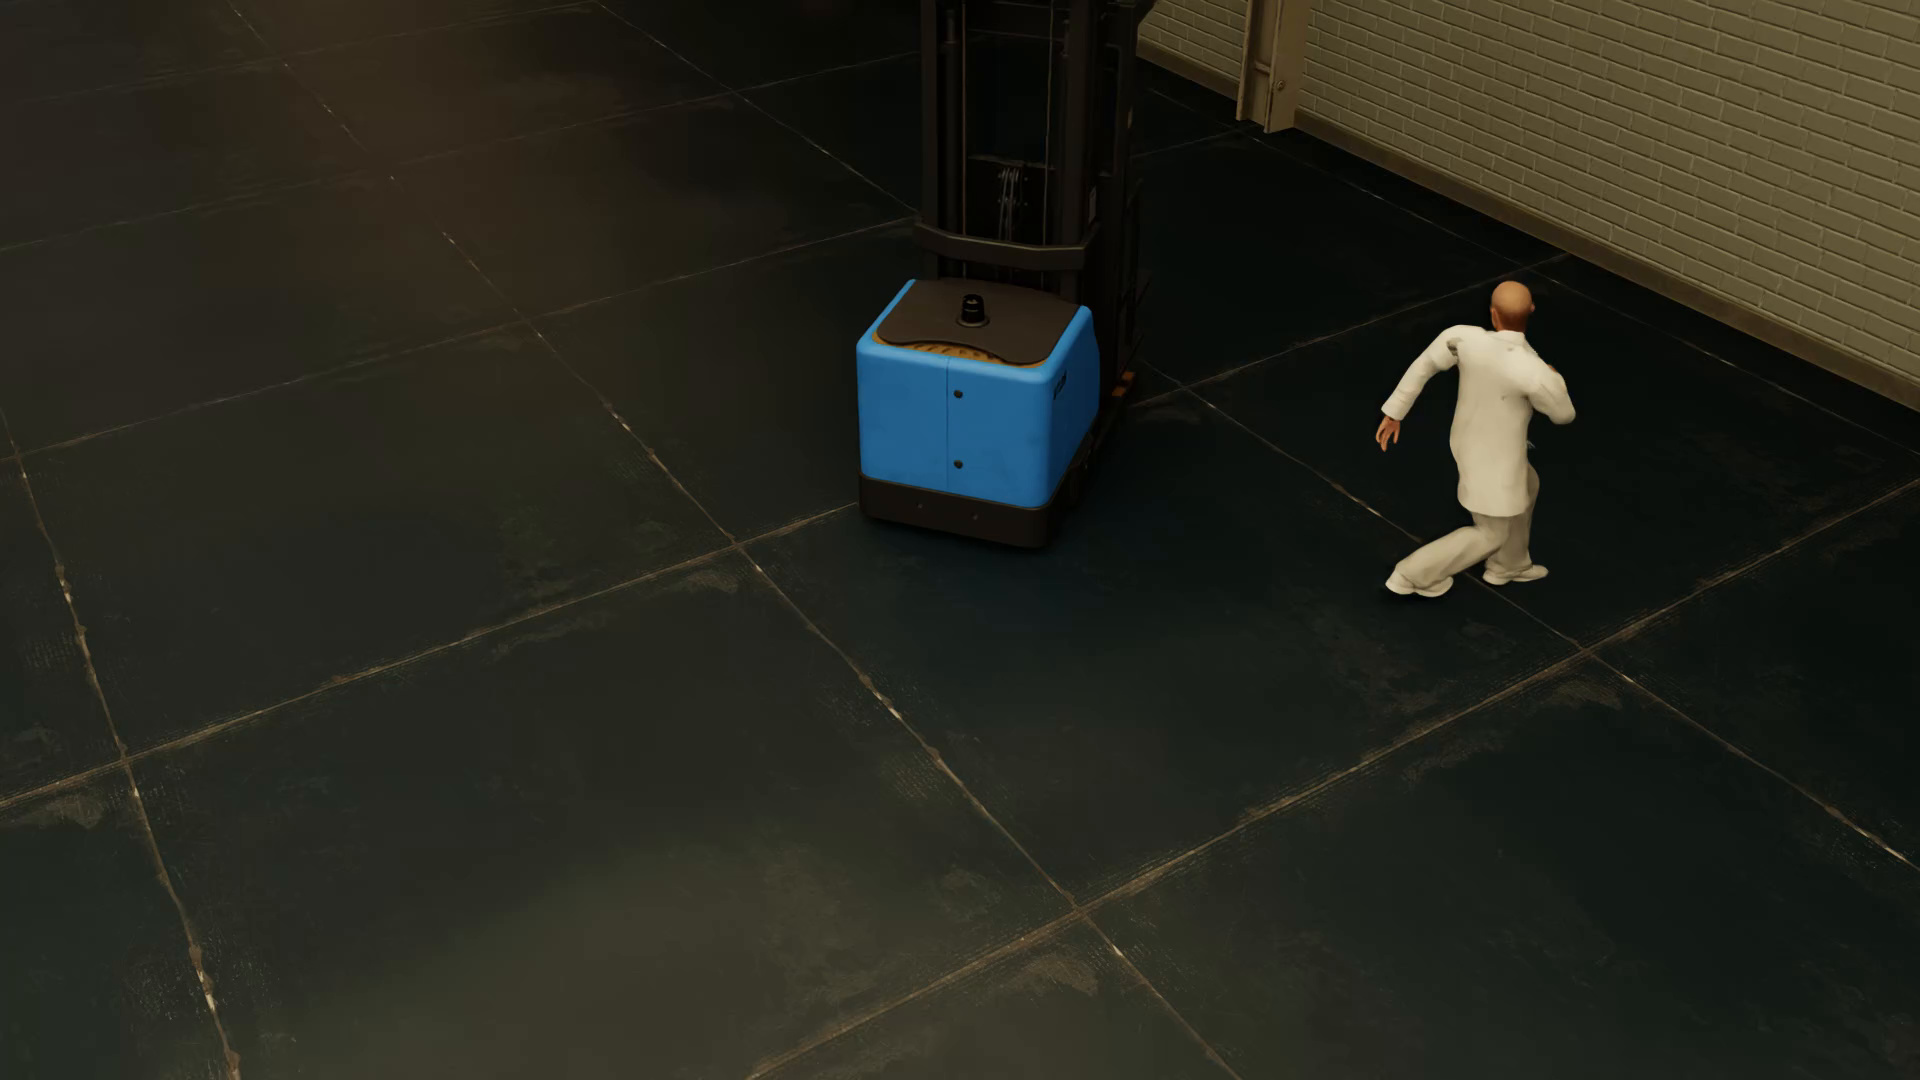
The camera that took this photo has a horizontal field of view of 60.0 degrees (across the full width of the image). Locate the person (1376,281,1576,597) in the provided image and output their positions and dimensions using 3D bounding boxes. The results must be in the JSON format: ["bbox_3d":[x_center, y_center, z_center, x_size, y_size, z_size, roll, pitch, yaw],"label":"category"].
[{"bbox_3d":[2.518,-0.455,7.912,0.975,1.696,0.619,-9,36,-12],"label":"person"}]

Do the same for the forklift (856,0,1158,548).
[{"bbox_3d":[0.430,-2.003,8.998,1.130,2.935,3.031,11,37,16],"label":"forklift"}]
